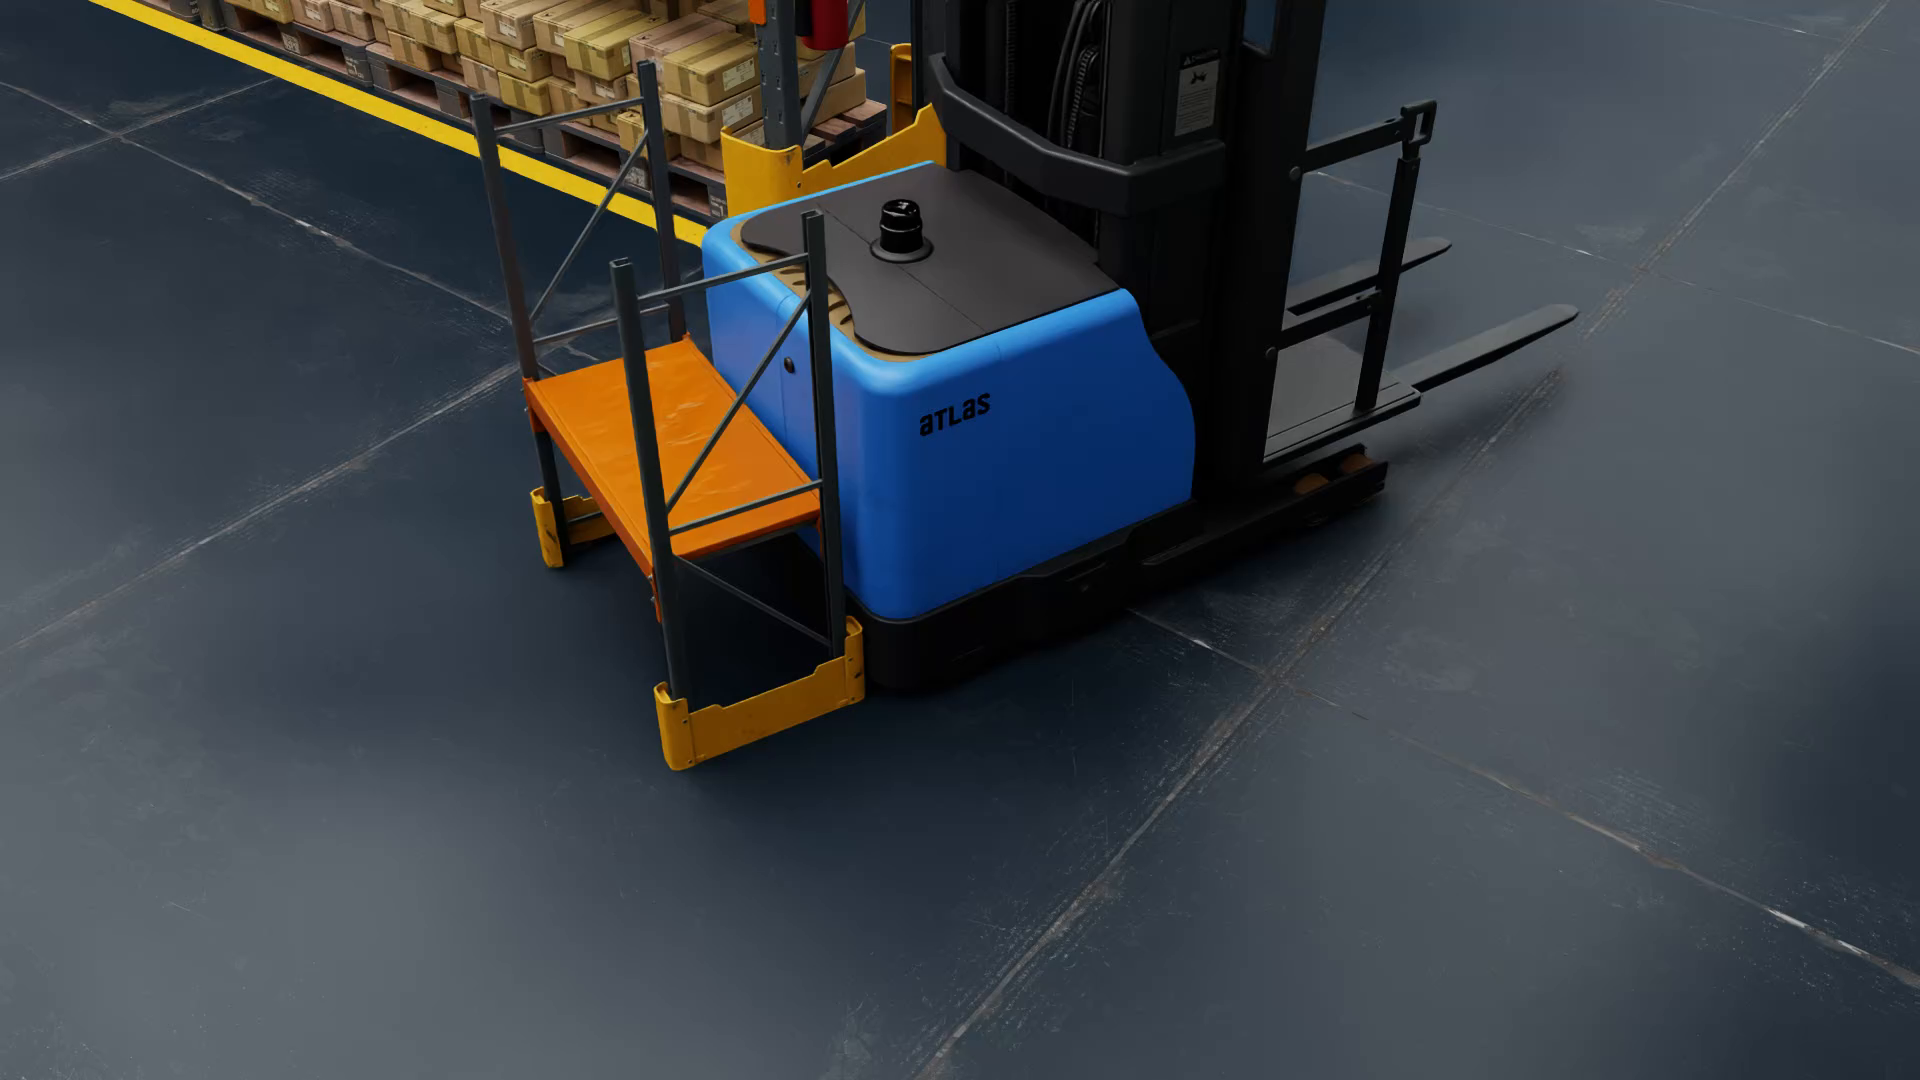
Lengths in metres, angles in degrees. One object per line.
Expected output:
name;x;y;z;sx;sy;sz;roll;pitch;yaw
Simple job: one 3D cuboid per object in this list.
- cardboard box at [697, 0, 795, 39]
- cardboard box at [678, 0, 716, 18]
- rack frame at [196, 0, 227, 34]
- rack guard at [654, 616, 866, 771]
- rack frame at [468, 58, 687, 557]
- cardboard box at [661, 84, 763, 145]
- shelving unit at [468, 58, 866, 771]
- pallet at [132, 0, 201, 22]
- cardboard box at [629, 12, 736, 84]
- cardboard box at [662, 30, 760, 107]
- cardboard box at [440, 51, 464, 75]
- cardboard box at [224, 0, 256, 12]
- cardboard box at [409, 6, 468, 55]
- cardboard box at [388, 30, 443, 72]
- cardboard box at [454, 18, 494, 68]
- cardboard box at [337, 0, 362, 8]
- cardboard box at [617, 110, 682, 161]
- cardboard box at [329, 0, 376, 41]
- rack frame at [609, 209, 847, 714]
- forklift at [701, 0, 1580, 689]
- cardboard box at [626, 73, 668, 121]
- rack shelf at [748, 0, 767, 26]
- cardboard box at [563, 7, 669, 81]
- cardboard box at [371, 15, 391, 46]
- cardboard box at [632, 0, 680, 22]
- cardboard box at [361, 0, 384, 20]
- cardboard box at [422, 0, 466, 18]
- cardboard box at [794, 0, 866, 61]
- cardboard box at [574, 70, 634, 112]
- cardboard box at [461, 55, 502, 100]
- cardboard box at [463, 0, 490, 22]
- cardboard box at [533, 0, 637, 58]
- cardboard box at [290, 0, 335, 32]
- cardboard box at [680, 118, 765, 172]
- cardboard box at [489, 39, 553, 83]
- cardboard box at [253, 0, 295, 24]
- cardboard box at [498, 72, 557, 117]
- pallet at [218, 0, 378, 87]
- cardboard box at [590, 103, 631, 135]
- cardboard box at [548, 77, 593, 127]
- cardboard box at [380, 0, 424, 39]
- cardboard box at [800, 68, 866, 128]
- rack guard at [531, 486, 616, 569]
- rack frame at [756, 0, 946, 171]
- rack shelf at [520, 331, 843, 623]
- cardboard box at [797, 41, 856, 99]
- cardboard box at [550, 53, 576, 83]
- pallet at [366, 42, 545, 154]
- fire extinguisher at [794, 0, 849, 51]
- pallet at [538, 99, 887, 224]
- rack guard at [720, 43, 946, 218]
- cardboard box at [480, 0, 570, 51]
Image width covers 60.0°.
cardboard box;-0.909;-2.252;7.182;0.250;0.149;0.380;26;45;29
cardboard box;-1.031;-2.409;7.383;0.250;0.149;0.380;25;45;28
rack frame;-3.584;-4.066;8.010;0.127;3.000;1.000;25;45;29
rack guard;-0.533;0.414;4.518;0.587;0.250;0.087;-20;42;-23
rack frame;-1.040;-0.620;4.826;0.500;1.500;0.032;-20;42;-23
cardboard box;-1.000;-1.786;6.828;0.250;0.149;0.380;24;44;27
shelving unit;-0.782;-0.344;4.473;0.587;1.500;1.083;-20;42;-23
pallet;-4.204;-3.259;9.241;1.213;0.211;1.003;25;45;29
cardboard box;-1.146;-2.041;6.913;0.250;0.149;0.380;26;45;29
cardboard box;-0.982;-1.919;6.757;0.250;0.149;0.380;26;45;29
cardboard box;-2.180;-2.288;7.711;0.250;0.149;0.380;27;45;30
cardboard box;-3.490;-2.815;8.384;0.250;0.149;0.380;23;44;27
cardboard box;-2.261;-2.362;7.564;0.250;0.149;0.380;26;45;29
cardboard box;-2.435;-2.349;7.789;0.250;0.149;0.380;24;44;27
cardboard box;-2.025;-2.272;7.450;0.250;0.149;0.380;28;46;31
cardboard box;-2.807;-2.707;8.004;0.250;0.149;0.380;23;44;26
cardboard box;-1.218;-1.752;7.027;0.250;0.149;0.380;27;45;30
cardboard box;-2.818;-2.577;8.080;0.250;0.149;0.380;24;44;28
rack frame;-0.532;-0.077;4.132;0.500;1.500;0.032;-20;42;-23
forklift;0.771;-1.447;4.721;3.031;2.935;1.130;-22;43;-26
cardboard box;-1.175;-1.910;6.987;0.250;0.149;0.380;24;44;28
rack shelf;-1.996;-3.034;7.275;4.000;0.370;1.077;25;45;29
cardboard box;-1.429;-2.076;6.958;0.250;0.149;0.380;24;44;28
cardboard box;-2.583;-2.494;7.974;0.250;0.149;0.380;23;44;27
cardboard box;-1.279;-2.461;7.450;0.250;0.149;0.380;23;44;27
cardboard box;-2.603;-2.592;7.858;0.250;0.149;0.380;27;46;30
cardboard box;-2.211;-2.515;7.518;0.250;0.149;0.380;25;45;29
cardboard box;-0.617;-2.208;7.126;0.250;0.149;0.380;23;44;27
cardboard box;-1.414;-1.980;7.076;0.250;0.149;0.380;23;44;27
cardboard box;-2.025;-2.157;7.543;0.250;0.149;0.380;26;45;29
cardboard box;-1.986;-2.431;7.411;0.250;0.149;0.380;24;44;27
cardboard box;-1.596;-2.204;7.121;0.250;0.149;0.380;23;44;27
cardboard box;-3.050;-2.648;8.171;0.250;0.149;0.380;25;44;28
cardboard box;-0.952;-1.706;6.967;0.250;0.149;0.380;26;45;29
cardboard box;-1.833;-2.167;7.315;0.250;0.149;0.380;26;45;29
cardboard box;-3.279;-2.715;8.257;0.250;0.149;0.380;27;45;30
cardboard box;-1.820;-2.045;7.400;0.250;0.149;0.380;23;44;27
pallet;-3.029;-2.734;8.571;1.213;0.211;1.003;25;45;29
cardboard box;-1.375;-1.894;7.207;0.250;0.149;0.380;25;44;28
cardboard box;-1.579;-1.980;7.317;0.250;0.149;0.380;26;45;29
cardboard box;-2.441;-2.466;7.698;0.250;0.149;0.380;25;44;28
cardboard box;-0.629;-1.964;7.297;0.250;0.149;0.380;26;45;29
rack guard;-1.030;-0.118;5.198;0.587;0.250;0.087;-20;42;-23
rack frame;-0.407;-2.568;6.097;0.127;3.000;1.000;25;45;29
rack shelf;-0.786;-0.207;4.590;0.538;0.185;1.000;-20;42;-23
cardboard box;-0.667;-2.050;7.166;0.250;0.149;0.380;27;46;30
cardboard box;-1.565;-2.131;7.269;0.250;0.149;0.380;25;44;28
pallet;-2.056;-2.277;7.987;1.213;0.211;1.003;25;45;29
fire extinguisher;-0.487;-2.070;5.826;0.183;0.674;0.296;25;45;29
pallet;-1.091;-1.820;7.403;1.213;0.211;1.003;25;45;29
rack guard;-0.467;-1.612;6.904;0.348;0.500;1.175;25;45;29
cardboard box;-1.844;-2.278;7.215;0.250;0.149;0.380;27;45;30
